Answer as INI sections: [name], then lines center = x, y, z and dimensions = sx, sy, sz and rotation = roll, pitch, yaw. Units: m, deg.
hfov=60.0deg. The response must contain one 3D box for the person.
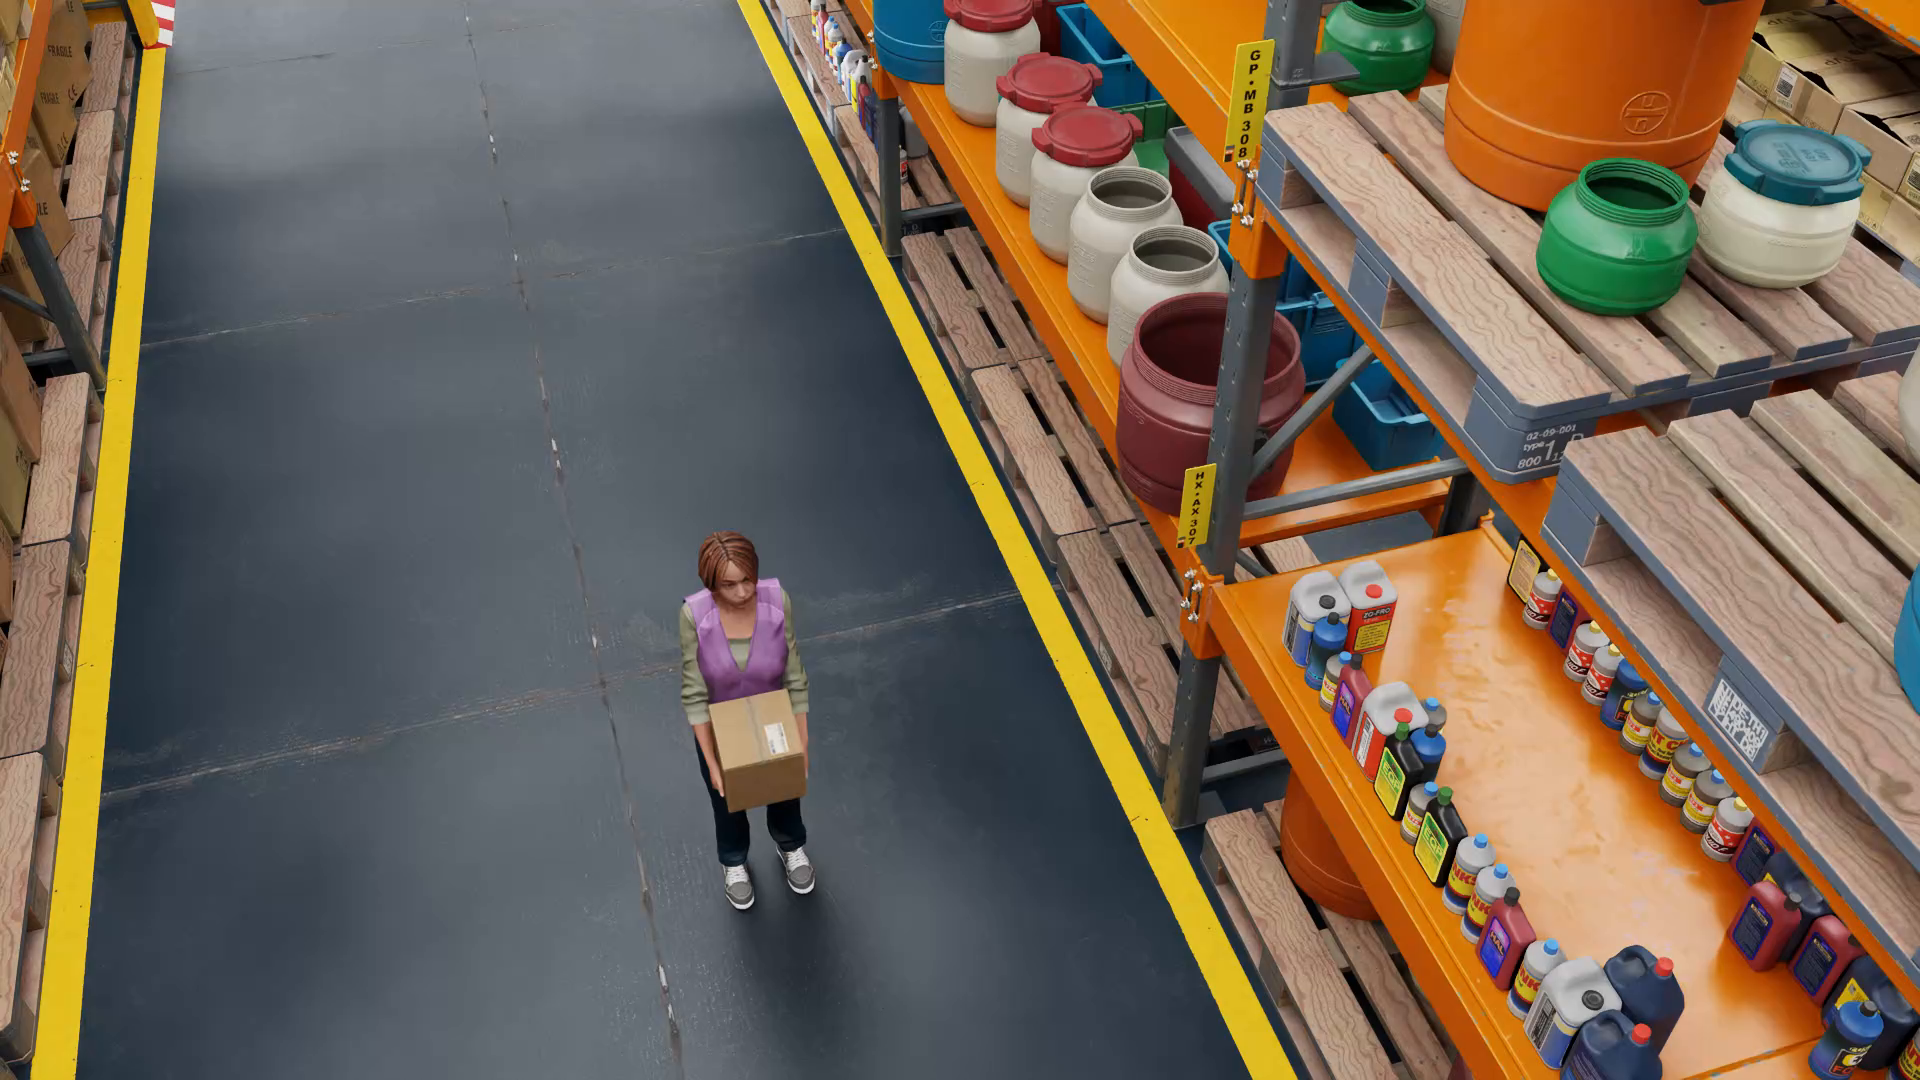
[person]
center = -0.680, 0.671, 5.449
dimensions = 0.404, 1.592, 0.494
rotation = -11, 44, -12
